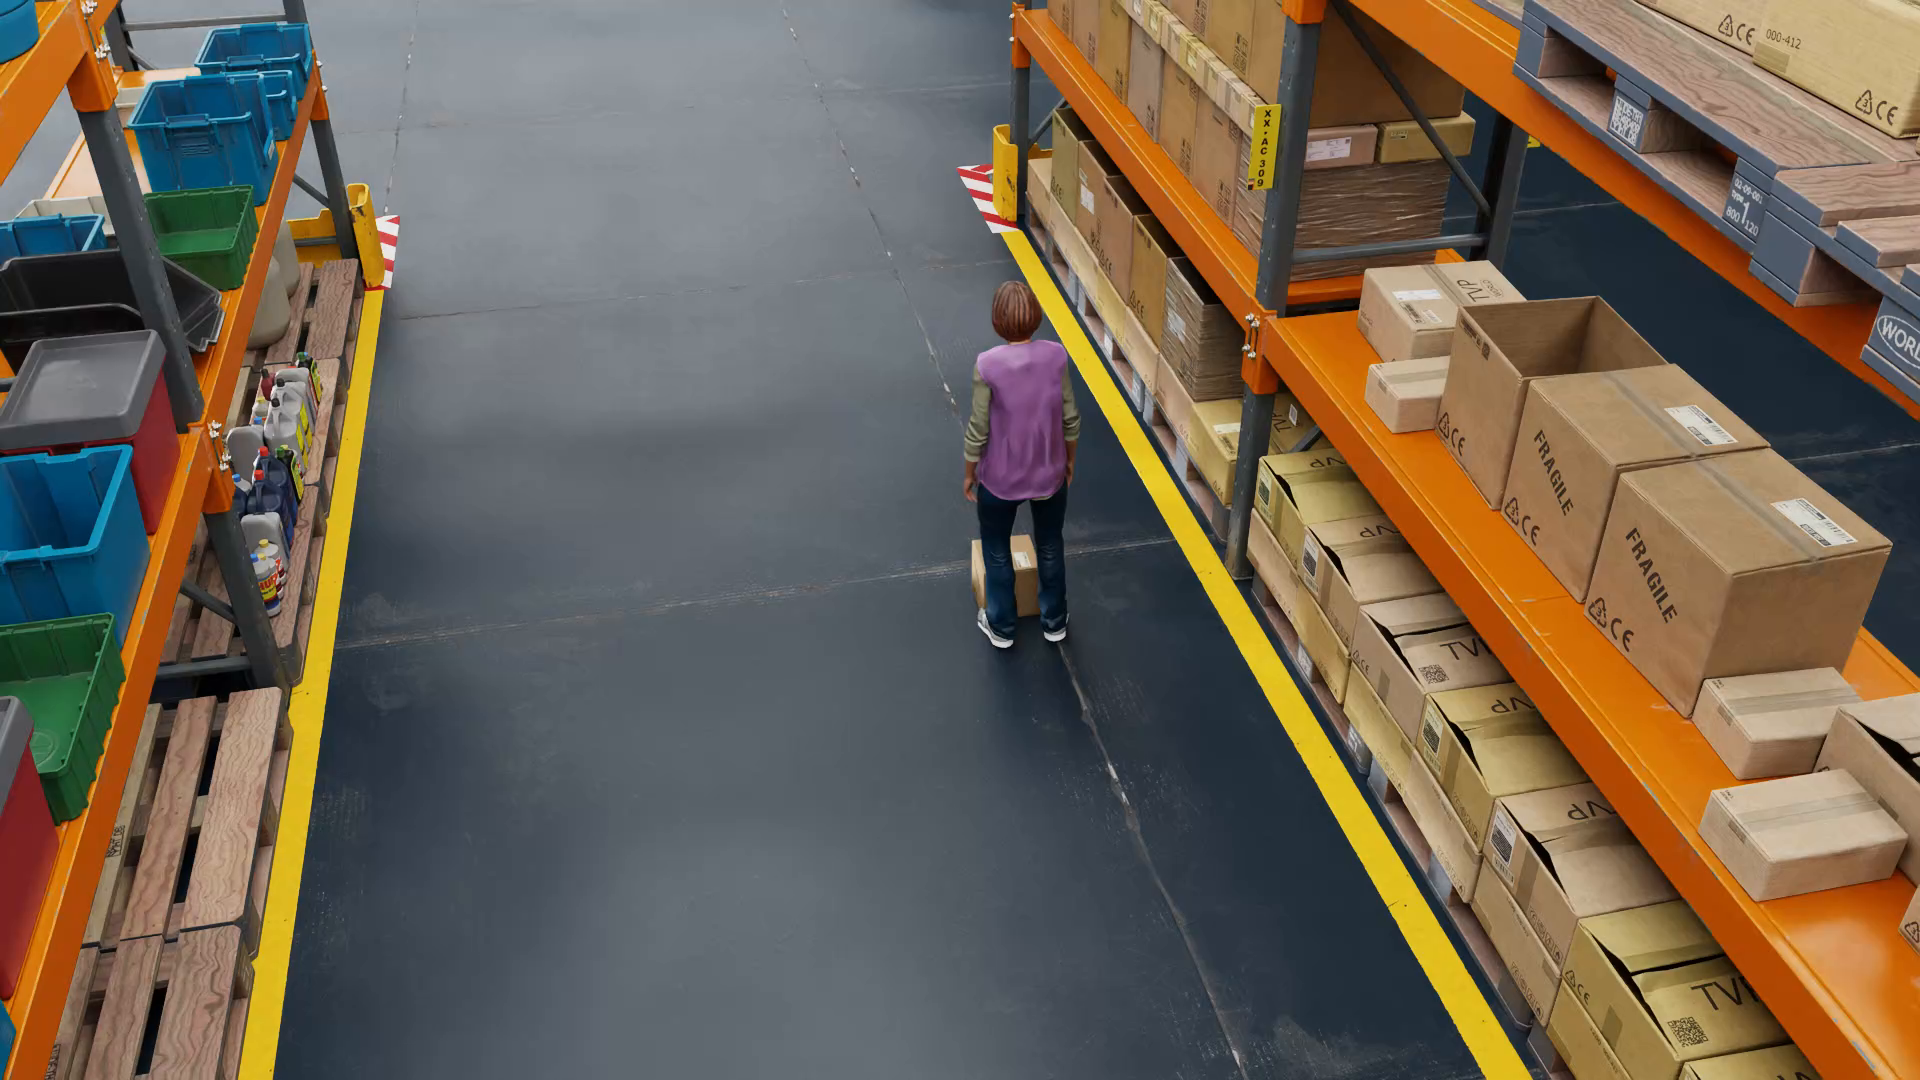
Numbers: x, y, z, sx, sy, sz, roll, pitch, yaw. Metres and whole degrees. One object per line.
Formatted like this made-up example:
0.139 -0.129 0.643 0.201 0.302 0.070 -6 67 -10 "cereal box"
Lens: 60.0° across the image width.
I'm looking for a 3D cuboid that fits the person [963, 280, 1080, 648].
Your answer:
0.243 -0.258 6.525 0.482 1.591 0.347 -7 36 -11 "person"
